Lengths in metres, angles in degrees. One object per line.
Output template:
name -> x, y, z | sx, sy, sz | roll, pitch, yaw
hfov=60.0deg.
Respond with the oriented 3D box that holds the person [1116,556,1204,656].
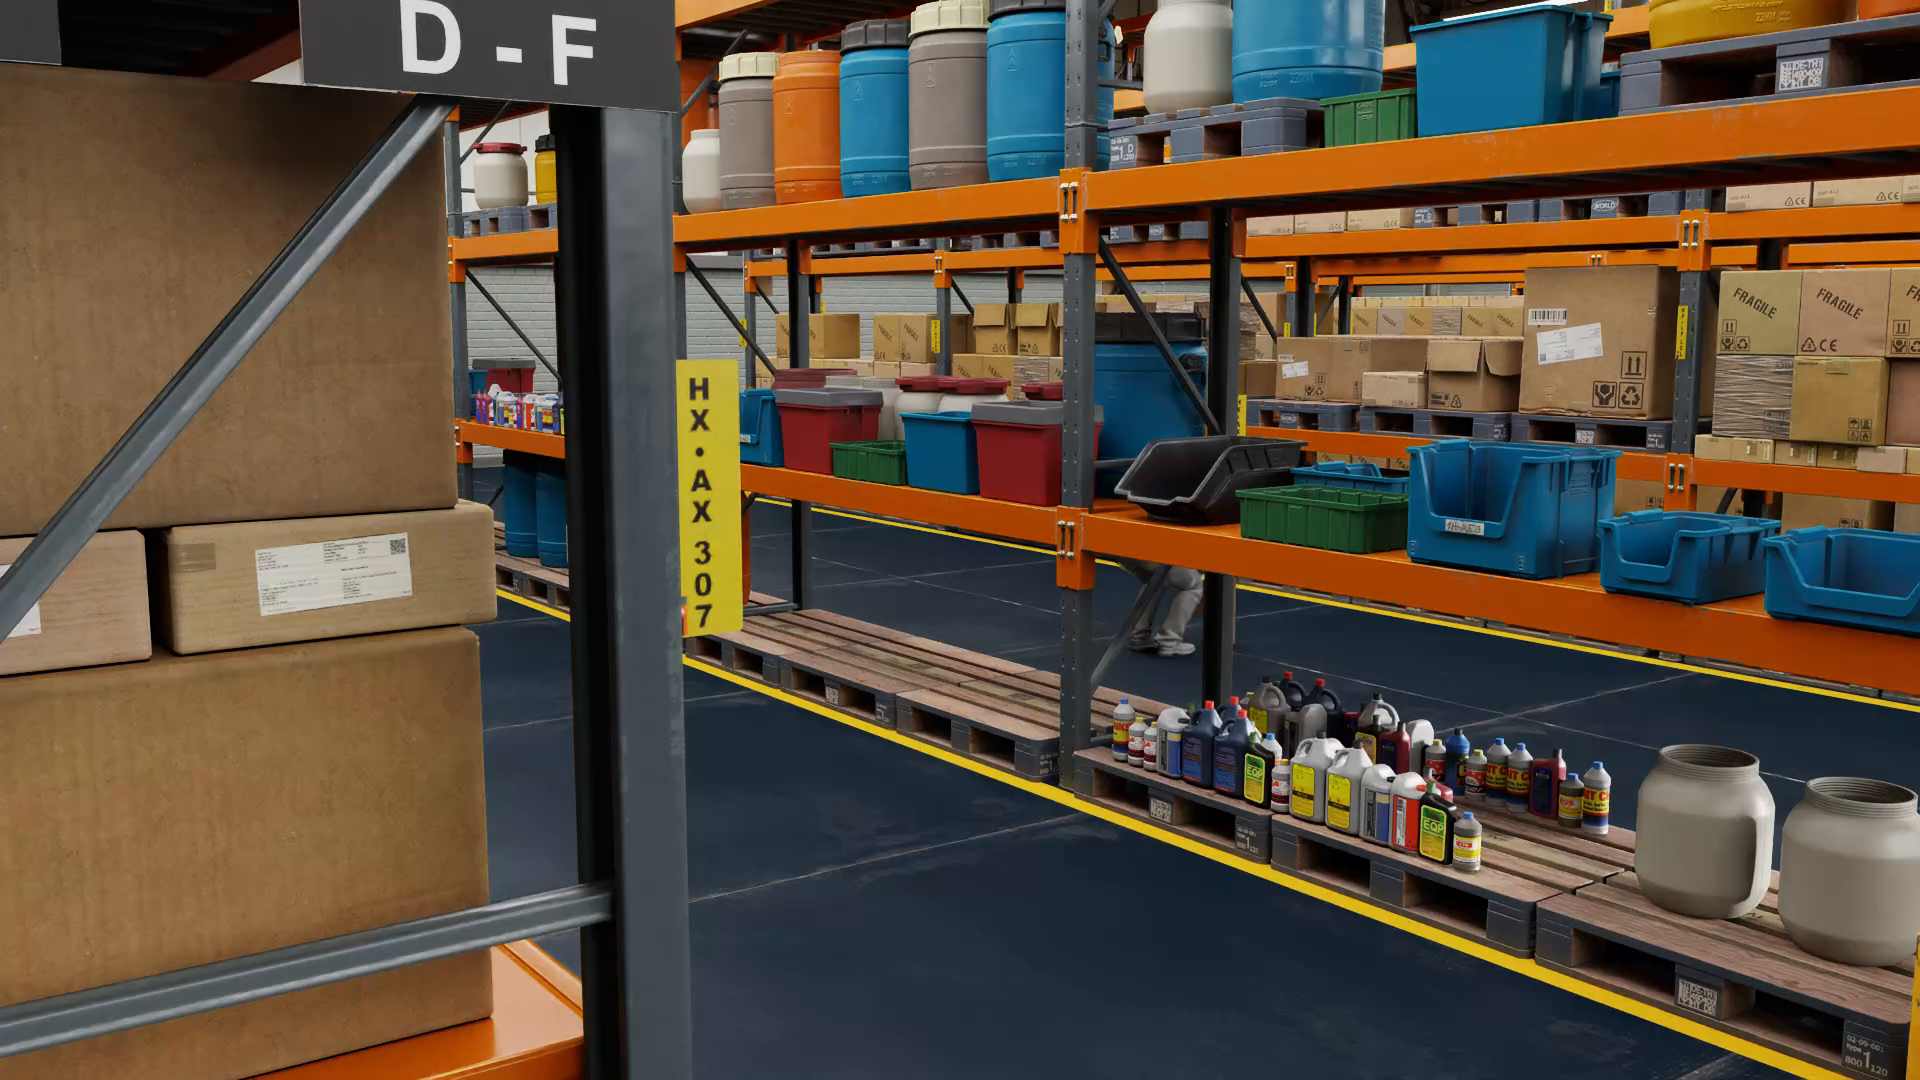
person -> 1.331, 0.021, 10.883 | 0.768, 1.422, 0.592 | -6, 10, -36
